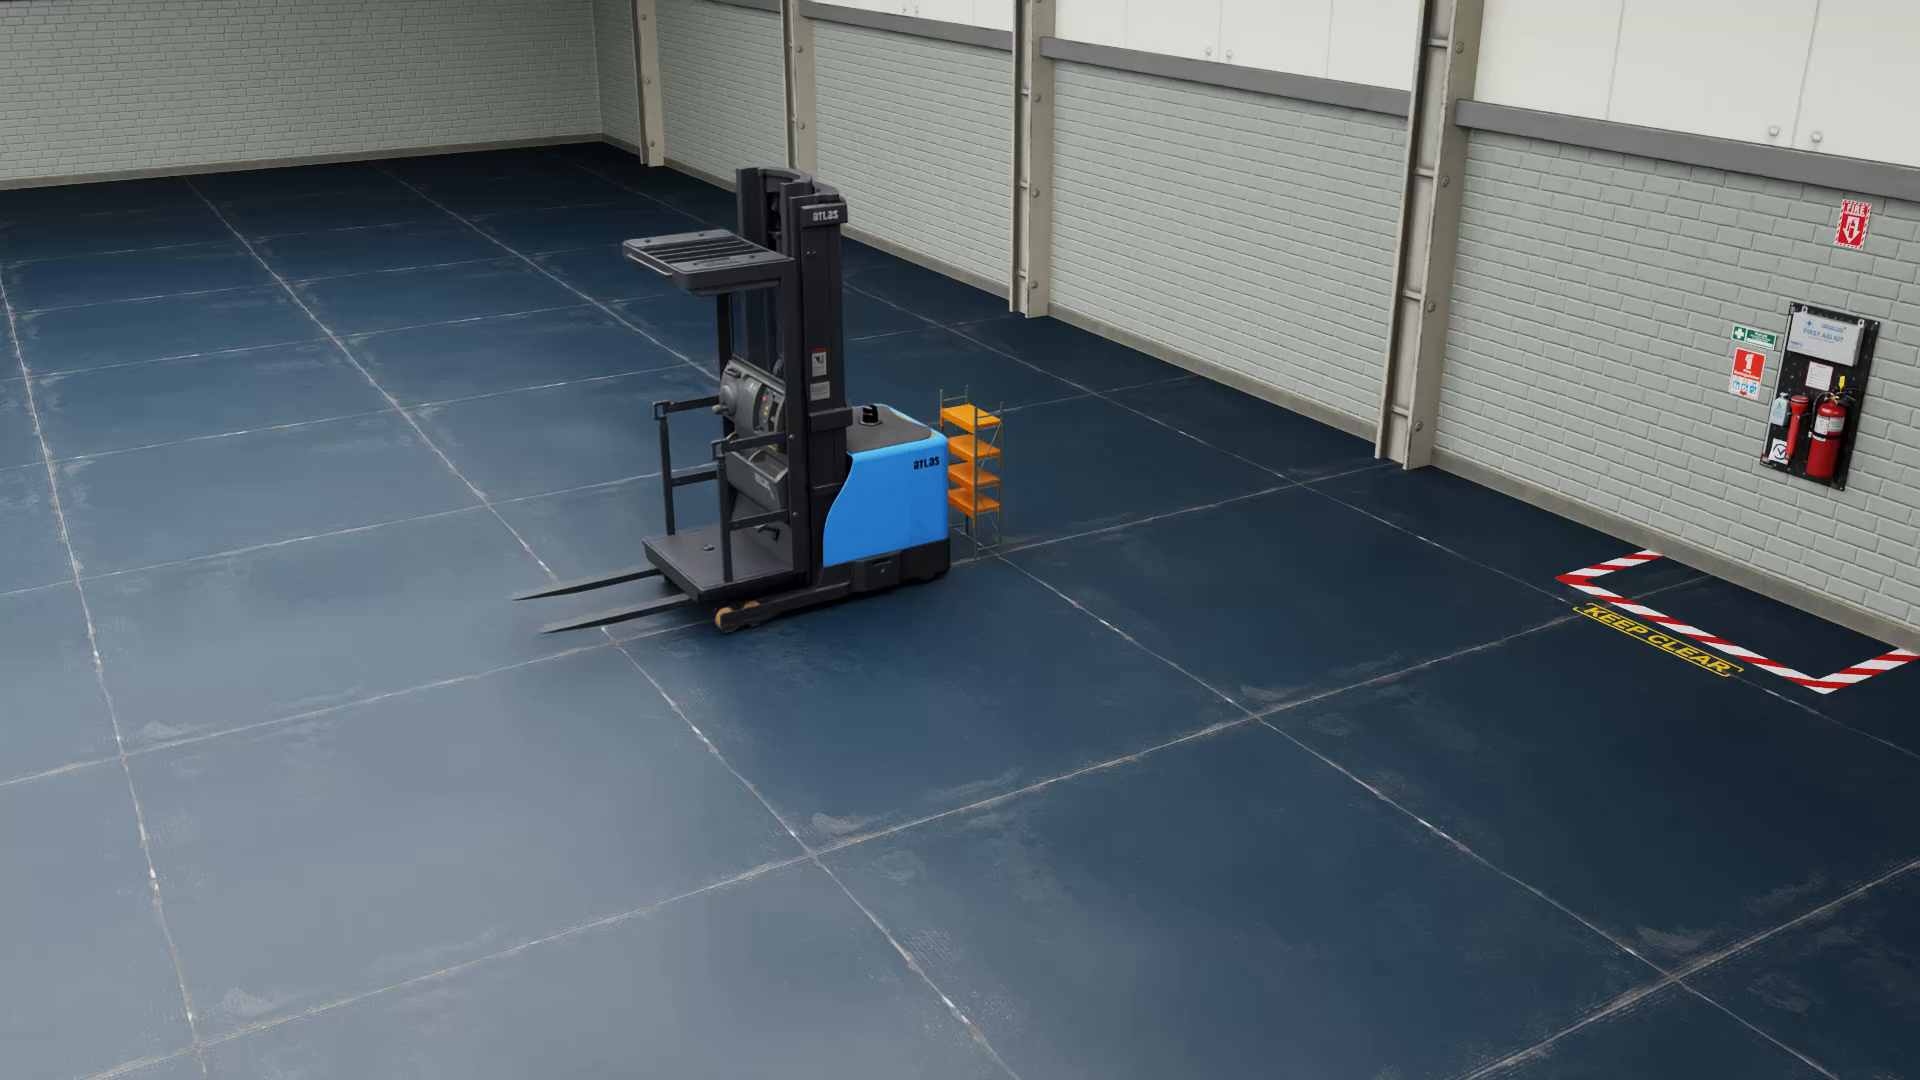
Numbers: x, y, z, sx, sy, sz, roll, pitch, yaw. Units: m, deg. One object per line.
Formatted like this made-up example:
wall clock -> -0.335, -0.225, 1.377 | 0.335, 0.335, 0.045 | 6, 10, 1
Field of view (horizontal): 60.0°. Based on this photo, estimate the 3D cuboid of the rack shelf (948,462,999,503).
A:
rack shelf -> 0.085, -0.440, 12.479 | 0.258, 0.148, 0.480 | -13, 25, -28

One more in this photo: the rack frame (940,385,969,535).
rack frame -> -0.040, -0.581, 12.648 | 0.240, 1.200, 0.015 | -13, 25, -28

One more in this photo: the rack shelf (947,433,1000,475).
rack shelf -> 0.085, -0.647, 12.395 | 0.258, 0.148, 0.480 | -13, 25, -28

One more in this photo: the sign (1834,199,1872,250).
sign -> 5.789, -2.046, 10.783 | 0.001, 0.298, 0.199 | -13, 25, -28

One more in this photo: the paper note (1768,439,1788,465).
paper note -> 5.676, -0.613, 11.506 | 0.016, 0.148, 0.142 | -13, 25, -28

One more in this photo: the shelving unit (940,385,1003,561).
shelving unit -> 0.085, -0.502, 12.454 | 0.258, 1.200, 0.503 | -13, 25, -28

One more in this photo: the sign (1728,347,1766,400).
sign -> 5.513, -1.166, 11.649 | 0.001, 0.329, 0.234 | -13, 25, -28

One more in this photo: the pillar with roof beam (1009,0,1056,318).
pillar with roof beam -> -2.894, -5.979, 15.570 | 9.100, 9.000, 0.400 | -13, 25, -28

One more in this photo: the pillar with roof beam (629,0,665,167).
pillar with roof beam -> -9.024, -9.863, 25.127 | 9.100, 9.000, 0.400 | -13, 25, -28

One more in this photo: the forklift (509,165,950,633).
forklift -> -1.594, -0.959, 11.278 | 3.031, 2.935, 1.130 | -13, 26, -29

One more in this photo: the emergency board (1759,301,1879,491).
emergency board -> 5.707, -0.950, 11.166 | 0.194, 1.169, 0.643 | -13, 25, -28

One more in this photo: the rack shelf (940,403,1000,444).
rack shelf -> 0.085, -0.866, 12.306 | 0.258, 0.148, 0.480 | -13, 25, -28

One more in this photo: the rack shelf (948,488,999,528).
rack shelf -> 0.085, -0.256, 12.554 | 0.258, 0.148, 0.480 | -13, 25, -28

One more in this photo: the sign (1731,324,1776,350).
sign -> 5.508, -1.408, 11.541 | 0.001, 0.109, 0.331 | -13, 25, -28

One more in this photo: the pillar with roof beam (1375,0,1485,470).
pillar with roof beam -> 0.171, -4.037, 10.792 | 9.100, 9.000, 0.400 | -13, 25, -28

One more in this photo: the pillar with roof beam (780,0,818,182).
pillar with roof beam -> -5.959, -7.921, 20.349 | 9.100, 9.000, 0.400 | -13, 25, -28

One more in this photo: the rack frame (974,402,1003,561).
rack frame -> 0.209, -0.423, 12.259 | 0.240, 1.200, 0.015 | -13, 25, -28
